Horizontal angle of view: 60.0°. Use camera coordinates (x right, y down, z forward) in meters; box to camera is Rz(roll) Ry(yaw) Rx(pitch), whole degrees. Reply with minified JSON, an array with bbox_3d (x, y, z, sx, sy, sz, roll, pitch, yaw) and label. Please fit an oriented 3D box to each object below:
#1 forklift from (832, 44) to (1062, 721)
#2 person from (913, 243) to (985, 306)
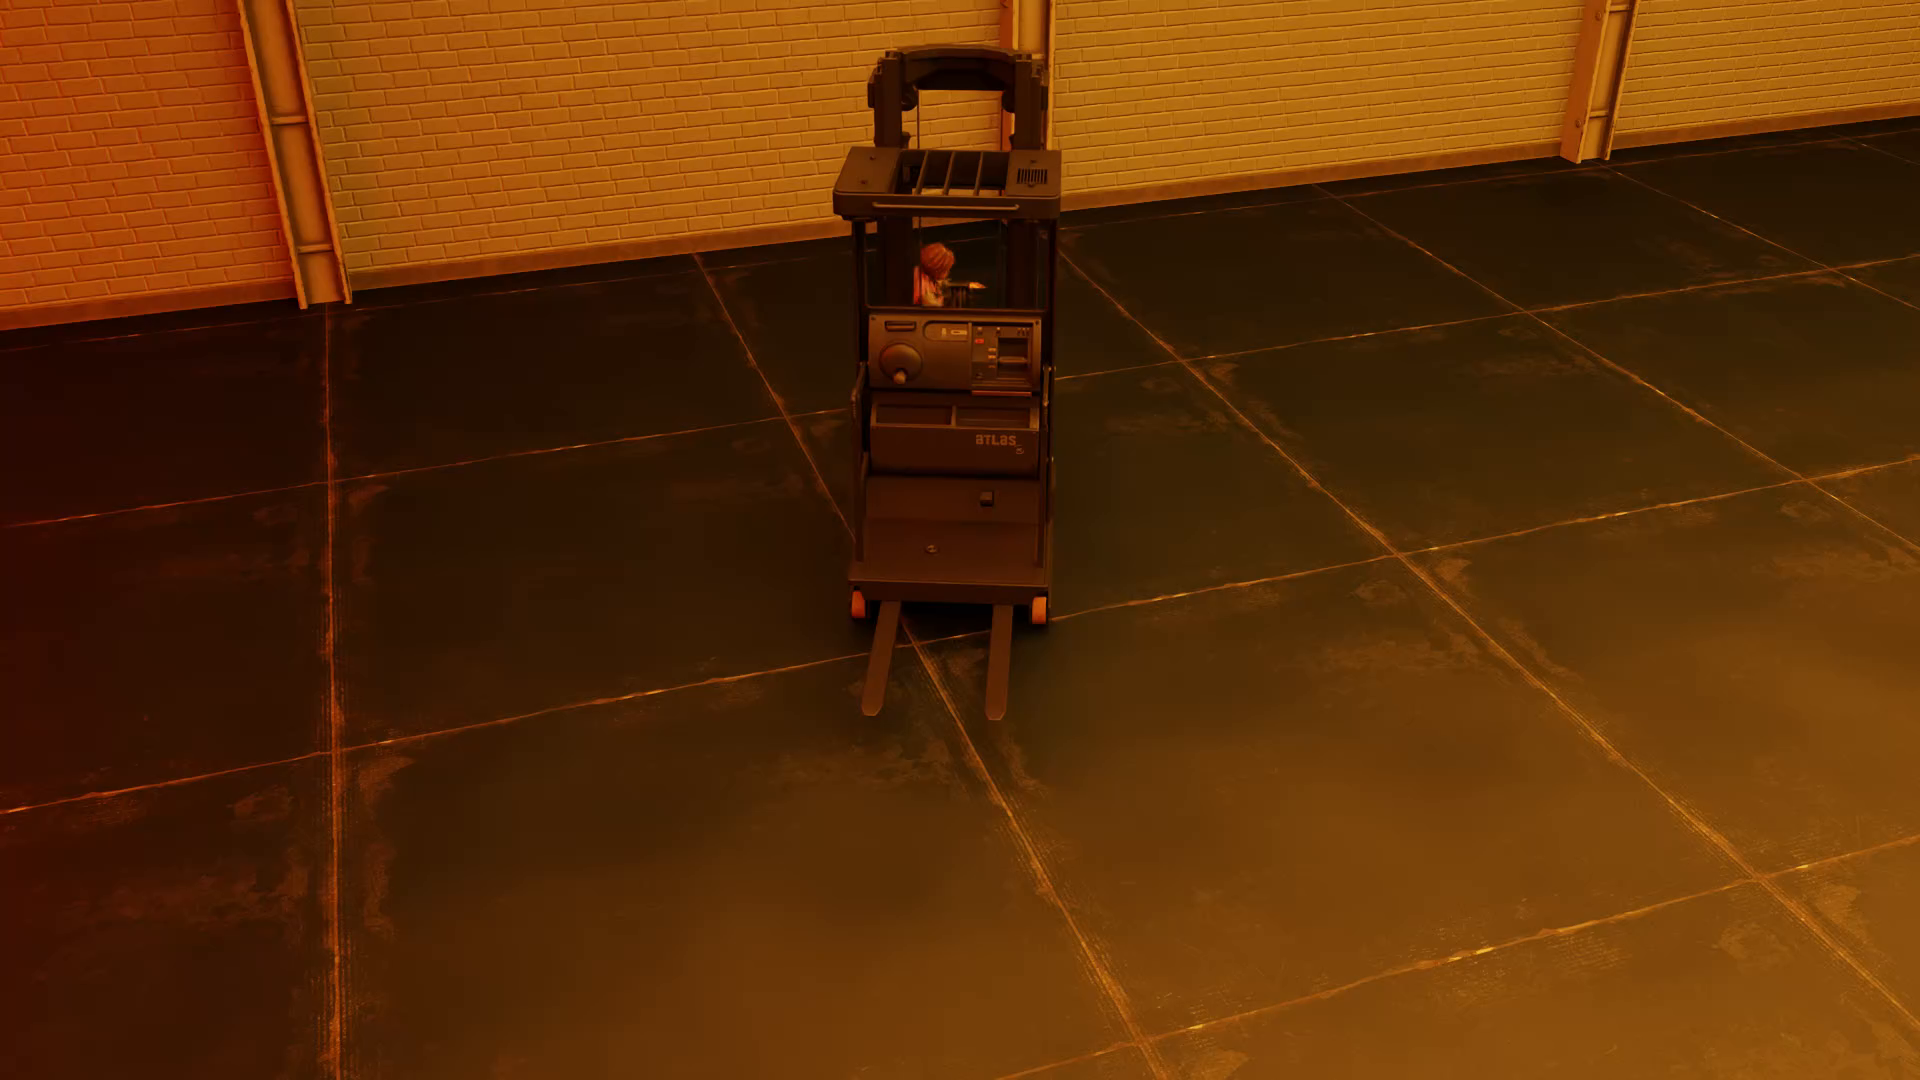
[{"bbox_3d":[-0.039,-0.967,8.767,1.130,2.935,3.031,2,30,3],"label":"forklift"},{"bbox_3d":[-0.044,-1.296,10.898,0.687,1.369,0.825,-1,30,-2],"label":"person"}]
